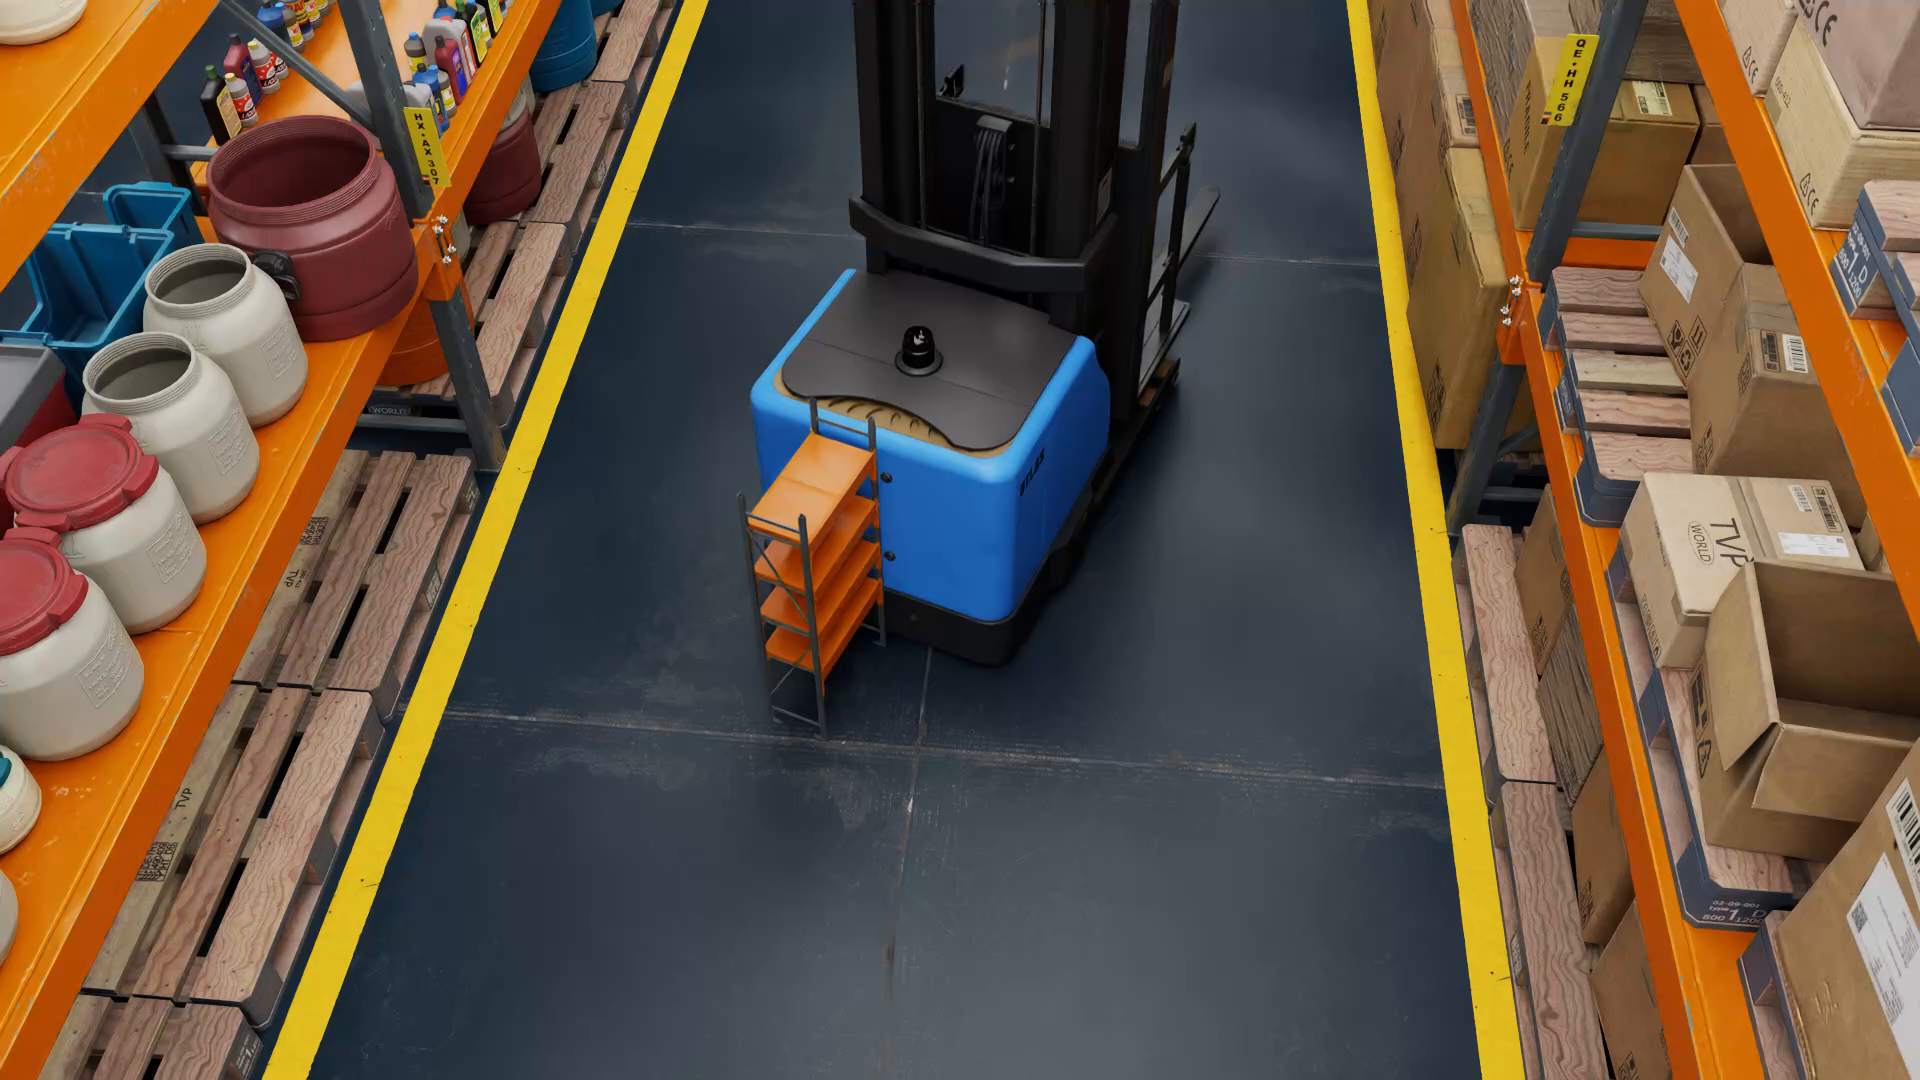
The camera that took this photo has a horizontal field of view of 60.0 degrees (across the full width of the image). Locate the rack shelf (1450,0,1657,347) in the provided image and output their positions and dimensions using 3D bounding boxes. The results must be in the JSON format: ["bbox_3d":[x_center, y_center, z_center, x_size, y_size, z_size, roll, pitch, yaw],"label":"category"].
[{"bbox_3d":[2.676,-2.263,7.300,1.077,0.370,4.000,4,48,4],"label":"rack shelf"}]

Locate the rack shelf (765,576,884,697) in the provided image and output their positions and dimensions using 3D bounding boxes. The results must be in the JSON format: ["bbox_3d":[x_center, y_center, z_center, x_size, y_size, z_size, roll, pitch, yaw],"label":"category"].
[{"bbox_3d":[-0.496,0.311,6.039,0.258,0.148,0.480,19,50,16],"label":"rack shelf"}]

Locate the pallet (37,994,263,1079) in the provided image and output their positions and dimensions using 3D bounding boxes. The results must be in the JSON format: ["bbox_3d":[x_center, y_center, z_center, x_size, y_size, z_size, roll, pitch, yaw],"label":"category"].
[{"bbox_3d":[-2.770,1.932,4.866,1.003,0.211,1.213,4,48,4],"label":"pallet"}]

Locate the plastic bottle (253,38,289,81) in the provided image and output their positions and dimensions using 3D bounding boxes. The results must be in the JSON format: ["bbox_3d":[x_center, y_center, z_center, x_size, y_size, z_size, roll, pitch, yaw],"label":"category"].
[{"bbox_3d":[-2.768,-1.953,6.664,0.097,0.201,0.097,0,48,0],"label":"plastic bottle"}]

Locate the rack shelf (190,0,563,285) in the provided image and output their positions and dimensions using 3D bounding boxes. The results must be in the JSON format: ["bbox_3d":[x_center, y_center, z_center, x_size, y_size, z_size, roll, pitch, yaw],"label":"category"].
[{"bbox_3d":[-2.256,-2.596,7.605,1.077,0.370,4.000,4,48,4],"label":"rack shelf"}]

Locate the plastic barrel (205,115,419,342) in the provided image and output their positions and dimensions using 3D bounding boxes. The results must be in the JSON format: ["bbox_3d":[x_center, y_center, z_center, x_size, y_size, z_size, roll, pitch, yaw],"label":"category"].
[{"bbox_3d":[-2.179,-1.054,5.615,0.600,0.536,0.708,4,48,4],"label":"plastic barrel"}]

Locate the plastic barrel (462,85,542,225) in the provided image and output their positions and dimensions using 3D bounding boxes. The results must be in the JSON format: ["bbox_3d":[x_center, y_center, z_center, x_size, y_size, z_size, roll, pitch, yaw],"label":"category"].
[{"bbox_3d":[-2.308,-1.887,7.819,0.600,0.588,0.708,4,48,4],"label":"plastic barrel"}]

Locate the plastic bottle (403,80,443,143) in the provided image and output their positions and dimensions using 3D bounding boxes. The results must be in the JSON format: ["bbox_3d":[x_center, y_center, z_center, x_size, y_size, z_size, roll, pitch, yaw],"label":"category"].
[{"bbox_3d":[-2.077,-1.623,6.312,0.152,0.276,0.135,4,48,4],"label":"plastic bottle"}]

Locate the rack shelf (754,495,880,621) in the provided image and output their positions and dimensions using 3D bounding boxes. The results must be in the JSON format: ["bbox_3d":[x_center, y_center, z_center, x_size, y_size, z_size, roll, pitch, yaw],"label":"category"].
[{"bbox_3d":[-0.496,0.026,5.727,0.258,0.148,0.480,19,50,16],"label":"rack shelf"}]

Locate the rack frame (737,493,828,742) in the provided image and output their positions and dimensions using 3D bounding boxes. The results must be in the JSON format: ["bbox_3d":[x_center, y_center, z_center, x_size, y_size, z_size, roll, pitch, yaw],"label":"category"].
[{"bbox_3d":[-0.597,0.295,5.693,0.240,1.200,0.015,19,50,16],"label":"rack frame"}]

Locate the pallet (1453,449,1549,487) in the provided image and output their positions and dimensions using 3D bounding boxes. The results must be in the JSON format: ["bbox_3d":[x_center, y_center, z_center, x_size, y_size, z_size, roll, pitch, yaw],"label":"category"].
[{"bbox_3d":[2.641,-0.669,7.245,1.003,0.211,1.213,4,48,4],"label":"pallet"}]

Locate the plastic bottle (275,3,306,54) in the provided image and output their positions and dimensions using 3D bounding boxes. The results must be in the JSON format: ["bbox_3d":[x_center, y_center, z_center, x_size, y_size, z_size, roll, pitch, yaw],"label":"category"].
[{"bbox_3d":[-2.750,-2.096,6.795,0.097,0.201,0.097,0,48,0],"label":"plastic bottle"}]

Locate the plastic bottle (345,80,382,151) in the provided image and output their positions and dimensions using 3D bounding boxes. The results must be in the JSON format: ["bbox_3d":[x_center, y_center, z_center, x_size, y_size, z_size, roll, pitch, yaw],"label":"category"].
[{"bbox_3d":[-2.229,-1.634,6.321,0.152,0.276,0.135,4,48,4],"label":"plastic bottle"}]

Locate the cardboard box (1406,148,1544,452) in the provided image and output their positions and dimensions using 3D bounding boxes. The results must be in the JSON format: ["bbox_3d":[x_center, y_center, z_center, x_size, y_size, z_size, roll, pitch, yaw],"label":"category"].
[{"bbox_3d":[2.577,-0.966,6.782,1.225,0.875,0.875,2,48,2],"label":"cardboard box"}]

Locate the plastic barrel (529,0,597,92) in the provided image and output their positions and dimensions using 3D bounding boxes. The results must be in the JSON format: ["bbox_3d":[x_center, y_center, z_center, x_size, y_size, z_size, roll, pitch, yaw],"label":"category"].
[{"bbox_3d":[-2.205,-2.823,8.463,0.600,0.901,0.708,4,48,4],"label":"plastic barrel"}]

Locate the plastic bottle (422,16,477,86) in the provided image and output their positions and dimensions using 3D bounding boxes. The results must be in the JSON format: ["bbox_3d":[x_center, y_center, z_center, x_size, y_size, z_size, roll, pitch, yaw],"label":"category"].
[{"bbox_3d":[-2.035,-1.963,6.623,0.152,0.276,0.135,4,48,4],"label":"plastic bottle"}]

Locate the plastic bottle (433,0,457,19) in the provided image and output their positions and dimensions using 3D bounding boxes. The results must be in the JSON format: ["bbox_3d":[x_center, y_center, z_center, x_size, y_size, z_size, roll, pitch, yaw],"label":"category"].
[{"bbox_3d":[-2.058,-2.049,6.705,0.097,0.271,0.097,0,48,0],"label":"plastic bottle"}]

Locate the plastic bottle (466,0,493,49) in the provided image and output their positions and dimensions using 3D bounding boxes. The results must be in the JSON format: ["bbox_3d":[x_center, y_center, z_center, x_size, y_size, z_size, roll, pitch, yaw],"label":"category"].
[{"bbox_3d":[-1.985,-2.120,6.816,0.097,0.201,0.097,0,48,0],"label":"plastic bottle"}]

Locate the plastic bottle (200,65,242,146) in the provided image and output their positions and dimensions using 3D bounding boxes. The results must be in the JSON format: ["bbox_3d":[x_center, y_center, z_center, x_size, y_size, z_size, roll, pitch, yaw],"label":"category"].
[{"bbox_3d":[-2.827,-1.656,6.337,0.061,0.283,0.133,4,48,4],"label":"plastic bottle"}]

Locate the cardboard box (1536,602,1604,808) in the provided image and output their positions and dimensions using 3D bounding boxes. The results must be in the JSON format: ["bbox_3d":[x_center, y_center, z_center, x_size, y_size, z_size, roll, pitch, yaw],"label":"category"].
[{"bbox_3d":[2.415,0.561,5.626,0.700,0.500,0.500,0,48,0],"label":"cardboard box"}]

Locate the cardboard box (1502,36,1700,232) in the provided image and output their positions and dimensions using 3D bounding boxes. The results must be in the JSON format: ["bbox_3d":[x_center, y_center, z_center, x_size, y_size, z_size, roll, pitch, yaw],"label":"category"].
[{"bbox_3d":[2.292,-1.449,6.001,0.500,0.500,0.500,5,48,5],"label":"cardboard box"}]

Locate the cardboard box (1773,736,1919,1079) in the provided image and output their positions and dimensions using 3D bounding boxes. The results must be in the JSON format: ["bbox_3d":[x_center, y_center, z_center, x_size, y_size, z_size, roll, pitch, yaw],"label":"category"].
[{"bbox_3d":[2.341,0.985,3.151,1.000,1.000,1.000,4,48,4],"label":"cardboard box"}]

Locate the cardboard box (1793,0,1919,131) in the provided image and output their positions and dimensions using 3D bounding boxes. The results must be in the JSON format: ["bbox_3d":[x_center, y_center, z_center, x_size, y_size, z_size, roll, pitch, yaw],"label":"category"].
[{"bbox_3d":[2.106,-1.180,3.383,0.500,0.500,0.500,3,48,2],"label":"cardboard box"}]

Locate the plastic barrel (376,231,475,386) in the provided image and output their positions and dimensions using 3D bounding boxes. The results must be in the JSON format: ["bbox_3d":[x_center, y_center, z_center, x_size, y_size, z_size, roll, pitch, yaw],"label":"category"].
[{"bbox_3d":[-2.411,-1.139,6.971,0.600,0.830,0.708,4,48,4],"label":"plastic barrel"}]

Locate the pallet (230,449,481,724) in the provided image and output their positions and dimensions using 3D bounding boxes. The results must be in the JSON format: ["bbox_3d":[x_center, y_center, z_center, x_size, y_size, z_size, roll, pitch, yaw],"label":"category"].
[{"bbox_3d":[-2.548,0.139,6.506,1.003,0.211,1.213,4,48,4],"label":"pallet"}]

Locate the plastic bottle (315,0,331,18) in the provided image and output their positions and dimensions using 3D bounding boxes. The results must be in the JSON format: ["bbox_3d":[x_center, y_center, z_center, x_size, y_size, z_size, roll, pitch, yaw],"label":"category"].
[{"bbox_3d":[-2.724,-2.310,6.991,0.097,0.201,0.097,0,48,0],"label":"plastic bottle"}]

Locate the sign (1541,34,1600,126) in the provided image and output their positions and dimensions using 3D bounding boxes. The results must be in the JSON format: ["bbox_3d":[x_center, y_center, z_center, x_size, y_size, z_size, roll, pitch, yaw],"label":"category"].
[{"bbox_3d":[1.941,-1.462,5.295,0.100,0.325,0.005,4,48,4],"label":"sign"}]

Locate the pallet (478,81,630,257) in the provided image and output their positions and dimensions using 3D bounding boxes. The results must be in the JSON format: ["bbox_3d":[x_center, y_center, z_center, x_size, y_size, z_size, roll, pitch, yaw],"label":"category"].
[{"bbox_3d":[-2.294,-1.904,8.374,1.003,0.211,1.213,4,48,4],"label":"pallet"}]

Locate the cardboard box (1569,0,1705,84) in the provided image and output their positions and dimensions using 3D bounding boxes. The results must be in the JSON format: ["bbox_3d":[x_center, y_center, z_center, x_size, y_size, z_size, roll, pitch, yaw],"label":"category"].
[{"bbox_3d":[2.577,-1.944,5.774,0.797,0.503,0.637,5,48,5],"label":"cardboard box"}]

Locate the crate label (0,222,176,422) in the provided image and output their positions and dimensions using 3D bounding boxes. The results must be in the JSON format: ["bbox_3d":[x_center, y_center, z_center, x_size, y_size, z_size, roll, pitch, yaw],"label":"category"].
[{"bbox_3d":[-2.798,-0.669,5.331,0.502,0.435,0.616,4,48,4],"label":"crate label"}]

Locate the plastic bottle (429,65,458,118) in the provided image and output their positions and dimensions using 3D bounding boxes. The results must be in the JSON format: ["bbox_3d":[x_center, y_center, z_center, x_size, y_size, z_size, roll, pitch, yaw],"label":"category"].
[{"bbox_3d":[-2.031,-1.753,6.481,0.097,0.201,0.097,0,48,0],"label":"plastic bottle"}]

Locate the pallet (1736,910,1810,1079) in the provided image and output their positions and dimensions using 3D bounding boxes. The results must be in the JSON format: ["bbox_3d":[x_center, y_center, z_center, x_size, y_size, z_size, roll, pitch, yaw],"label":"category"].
[{"bbox_3d":[2.344,1.416,3.578,1.003,0.211,1.213,4,48,4],"label":"pallet"}]

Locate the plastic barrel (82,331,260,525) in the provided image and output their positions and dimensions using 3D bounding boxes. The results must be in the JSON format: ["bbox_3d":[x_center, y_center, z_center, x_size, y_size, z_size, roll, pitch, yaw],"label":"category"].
[{"bbox_3d":[-2.358,-0.327,4.966,0.421,0.512,0.421,0,48,0],"label":"plastic barrel"}]

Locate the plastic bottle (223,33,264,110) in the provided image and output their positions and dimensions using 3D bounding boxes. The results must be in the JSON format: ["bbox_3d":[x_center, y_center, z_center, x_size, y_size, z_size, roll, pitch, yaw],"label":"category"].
[{"bbox_3d":[-2.806,-1.825,6.492,0.061,0.283,0.133,4,48,4],"label":"plastic bottle"}]

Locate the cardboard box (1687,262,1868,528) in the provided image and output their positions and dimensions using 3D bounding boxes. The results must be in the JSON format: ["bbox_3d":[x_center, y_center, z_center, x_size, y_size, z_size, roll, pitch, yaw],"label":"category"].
[{"bbox_3d":[2.533,-0.395,4.752,0.700,0.500,0.500,10,48,9],"label":"cardboard box"}]

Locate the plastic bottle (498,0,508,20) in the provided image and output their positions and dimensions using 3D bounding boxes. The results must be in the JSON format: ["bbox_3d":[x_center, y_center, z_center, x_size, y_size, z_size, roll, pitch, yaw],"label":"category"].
[{"bbox_3d":[-1.964,-2.313,6.946,0.097,0.271,0.097,0,48,0],"label":"plastic bottle"}]

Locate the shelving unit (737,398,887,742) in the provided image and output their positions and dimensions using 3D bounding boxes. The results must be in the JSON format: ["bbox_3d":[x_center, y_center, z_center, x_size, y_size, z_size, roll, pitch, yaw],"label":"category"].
[{"bbox_3d":[-0.496,0.131,5.843,0.258,1.200,0.503,19,50,16],"label":"shelving unit"}]

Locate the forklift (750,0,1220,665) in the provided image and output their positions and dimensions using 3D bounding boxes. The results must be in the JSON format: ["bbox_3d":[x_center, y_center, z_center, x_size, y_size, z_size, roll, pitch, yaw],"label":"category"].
[{"bbox_3d":[0.318,-1.623,6.274,1.130,2.935,3.031,19,50,16],"label":"forklift"}]

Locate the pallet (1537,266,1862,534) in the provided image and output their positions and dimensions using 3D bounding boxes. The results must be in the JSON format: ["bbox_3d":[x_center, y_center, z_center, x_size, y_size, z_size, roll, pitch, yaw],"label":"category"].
[{"bbox_3d":[2.535,-0.440,5.276,1.213,0.211,1.003,4,48,4],"label":"pallet"}]

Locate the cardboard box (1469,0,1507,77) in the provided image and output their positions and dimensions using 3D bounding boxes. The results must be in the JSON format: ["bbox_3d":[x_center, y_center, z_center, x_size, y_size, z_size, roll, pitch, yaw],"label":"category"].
[{"bbox_3d":[2.387,-2.197,6.685,0.500,0.500,0.500,2,48,2],"label":"cardboard box"}]

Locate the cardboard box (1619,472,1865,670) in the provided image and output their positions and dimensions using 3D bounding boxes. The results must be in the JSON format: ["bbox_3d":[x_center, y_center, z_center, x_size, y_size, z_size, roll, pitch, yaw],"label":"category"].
[{"bbox_3d":[2.112,0.089,4.479,0.500,0.250,0.500,3,48,2],"label":"cardboard box"}]

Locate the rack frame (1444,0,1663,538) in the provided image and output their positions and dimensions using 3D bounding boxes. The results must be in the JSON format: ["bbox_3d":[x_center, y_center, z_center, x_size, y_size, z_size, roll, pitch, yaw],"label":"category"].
[{"bbox_3d":[2.494,-1.036,5.691,1.000,3.000,0.127,4,48,4],"label":"rack frame"}]

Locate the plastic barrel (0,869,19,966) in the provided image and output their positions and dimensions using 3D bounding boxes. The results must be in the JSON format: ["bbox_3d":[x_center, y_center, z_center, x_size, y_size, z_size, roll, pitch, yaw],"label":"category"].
[{"bbox_3d":[-2.498,0.836,3.886,0.433,0.535,0.433,0,48,0],"label":"plastic barrel"}]

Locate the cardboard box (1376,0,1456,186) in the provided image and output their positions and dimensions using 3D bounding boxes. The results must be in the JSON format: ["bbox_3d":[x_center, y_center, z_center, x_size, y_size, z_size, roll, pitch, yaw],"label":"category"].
[{"bbox_3d":[2.739,-2.272,7.976,1.225,0.875,0.875,2,48,2],"label":"cardboard box"}]

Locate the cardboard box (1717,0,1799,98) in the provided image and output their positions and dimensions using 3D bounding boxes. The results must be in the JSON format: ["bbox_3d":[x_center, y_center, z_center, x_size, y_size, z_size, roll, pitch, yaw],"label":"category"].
[{"bbox_3d":[2.150,-1.292,3.994,0.500,0.250,0.500,5,48,4],"label":"cardboard box"}]

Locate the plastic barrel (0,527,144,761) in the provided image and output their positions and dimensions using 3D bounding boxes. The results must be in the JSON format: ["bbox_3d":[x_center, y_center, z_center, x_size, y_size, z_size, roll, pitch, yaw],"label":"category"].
[{"bbox_3d":[-2.431,0.297,4.379,0.433,0.535,0.433,0,48,0],"label":"plastic barrel"}]

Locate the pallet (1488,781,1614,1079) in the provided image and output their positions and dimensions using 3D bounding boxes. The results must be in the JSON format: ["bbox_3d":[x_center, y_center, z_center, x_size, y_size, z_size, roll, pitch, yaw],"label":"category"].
[{"bbox_3d":[2.307,1.373,5.377,1.003,0.211,1.213,4,48,4],"label":"pallet"}]

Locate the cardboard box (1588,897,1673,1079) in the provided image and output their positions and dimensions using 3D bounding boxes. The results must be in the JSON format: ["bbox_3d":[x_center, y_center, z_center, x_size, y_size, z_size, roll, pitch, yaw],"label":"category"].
[{"bbox_3d":[2.319,1.388,4.869,0.700,0.500,0.500,0,48,0],"label":"cardboard box"}]
